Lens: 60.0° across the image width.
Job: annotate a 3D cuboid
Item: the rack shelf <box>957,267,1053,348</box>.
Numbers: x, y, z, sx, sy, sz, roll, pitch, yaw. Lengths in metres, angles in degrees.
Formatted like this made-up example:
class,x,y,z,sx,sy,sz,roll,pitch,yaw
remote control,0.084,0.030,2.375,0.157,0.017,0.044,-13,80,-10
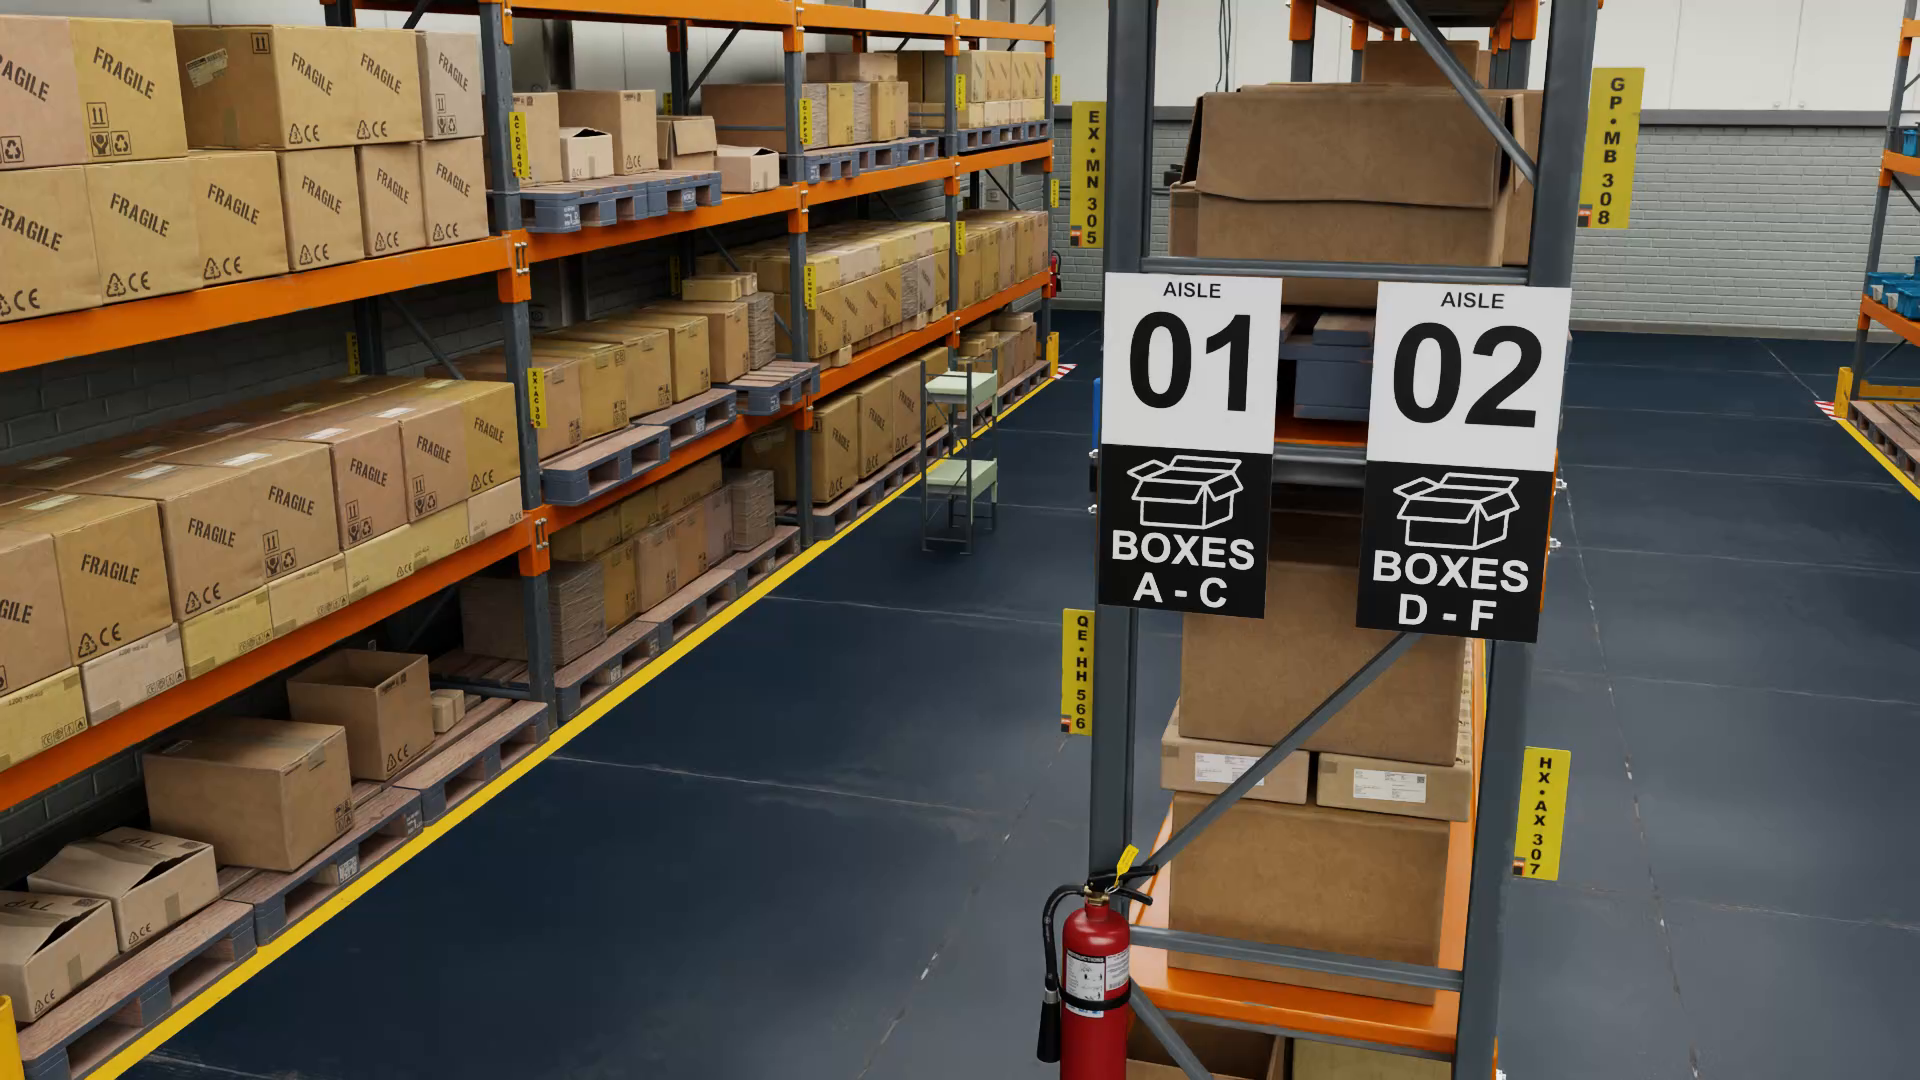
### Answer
class,x,y,z,sx,sy,sz,roll,pitch,yaw
rack shelf,0.047,-2.654,18.507,1.077,0.370,4.000,5,16,16

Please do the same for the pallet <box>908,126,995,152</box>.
class,x,y,z,sx,sy,sz,roll,pitch,yaw
pallet,-0.279,-4.090,16.919,1.003,0.211,1.213,5,16,16

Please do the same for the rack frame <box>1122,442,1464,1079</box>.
class,x,y,z,sx,sy,sz,roll,pitch,yaw
rack frame,0.815,1.046,4.146,0.949,2.616,0.053,5,16,16

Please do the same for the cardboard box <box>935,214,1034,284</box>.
class,x,y,z,sx,sy,sz,roll,pitch,yaw
cardboard box,0.283,-3.342,19.066,0.980,0.700,0.700,4,16,15

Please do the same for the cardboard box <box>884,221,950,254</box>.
class,x,y,z,sx,sy,sz,roll,pitch,yaw
cardboard box,-0.409,-2.896,15.904,0.500,0.250,0.500,5,17,17

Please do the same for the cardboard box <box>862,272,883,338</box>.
class,x,y,z,sx,sy,sz,roll,pitch,yaw
cardboard box,-0.975,-2.004,14.134,0.500,0.500,0.500,5,16,16

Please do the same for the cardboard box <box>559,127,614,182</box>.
class,x,y,z,sx,sy,sz,roll,pitch,yaw
cardboard box,-2.388,-2.284,9.781,0.500,0.311,0.500,5,17,18

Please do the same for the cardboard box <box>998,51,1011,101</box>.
class,x,y,z,sx,sy,sz,roll,pitch,yaw
cardboard box,0.225,-4.888,17.516,0.500,0.500,0.500,5,17,16

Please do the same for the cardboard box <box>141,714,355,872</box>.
class,x,y,z,sx,sy,sz,roll,pitch,yaw
cardboard box,-3.231,1.142,7.579,0.700,0.500,0.500,4,16,12

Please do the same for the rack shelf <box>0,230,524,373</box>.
class,x,y,z,sx,sy,sz,roll,pitch,yaw
rack shelf,-3.364,-0.957,7.029,1.077,0.370,4.000,5,16,16

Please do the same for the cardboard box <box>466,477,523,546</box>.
class,x,y,z,sx,sy,sz,roll,pitch,yaw
cardboard box,-2.639,-0.174,8.683,0.500,0.250,0.500,5,16,16

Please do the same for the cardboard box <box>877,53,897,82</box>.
class,x,y,z,sx,sy,sz,roll,pitch,yaw
cardboard box,-0.898,-4.320,15.203,0.500,0.250,0.500,6,17,20

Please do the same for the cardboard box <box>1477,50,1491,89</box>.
class,x,y,z,sx,sy,sz,roll,pitch,yaw
cardboard box,4.608,-4.316,15.535,0.700,0.500,0.500,5,16,16

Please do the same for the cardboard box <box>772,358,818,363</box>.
class,x,y,z,sx,sy,sz,roll,pitch,yaw
cardboard box,-1.343,-1.387,13.147,0.380,0.149,0.250,4,16,15

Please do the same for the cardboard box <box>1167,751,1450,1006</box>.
class,x,y,z,sx,sy,sz,roll,pitch,yaw
cardboard box,0.963,0.877,4.558,0.700,0.500,0.500,5,16,16

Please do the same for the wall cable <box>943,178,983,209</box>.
class,x,y,z,sx,sy,sz,roll,pitch,yaw
wall cable,0.072,-4.420,21.555,0.084,1.984,1.851,5,16,16

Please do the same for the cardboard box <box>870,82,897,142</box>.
class,x,y,z,sx,sy,sz,roll,pitch,yaw
cardboard box,-0.973,-3.807,14.768,0.700,0.500,0.500,4,16,15

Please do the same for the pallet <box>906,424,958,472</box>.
class,x,y,z,sx,sy,sz,roll,pitch,yaw
pallet,-0.669,-0.927,16.212,1.003,0.211,1.213,5,16,16

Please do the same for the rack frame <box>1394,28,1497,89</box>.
class,x,y,z,sx,sy,sz,roll,pitch,yaw
rack frame,4.229,-4.980,14.395,1.000,3.000,0.127,5,16,16

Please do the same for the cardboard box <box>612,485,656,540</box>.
class,x,y,z,sx,sy,sz,roll,pitch,yaw
cardboard box,-2.336,-0.199,10.935,0.500,0.250,0.500,4,16,14

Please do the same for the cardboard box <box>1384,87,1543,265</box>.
class,x,y,z,sx,sy,sz,roll,pitch,yaw
cardboard box,1.552,-1.128,5.102,0.500,0.500,0.500,5,16,16

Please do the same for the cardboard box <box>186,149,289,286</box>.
class,x,y,z,sx,sy,sz,roll,pitch,yaw
cardboard box,-3.135,-1.322,6.776,0.500,0.500,0.500,6,17,19

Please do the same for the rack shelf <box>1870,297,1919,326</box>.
class,x,y,z,sx,sy,sz,roll,pitch,yaw
rack shelf,9.545,-1.980,15.772,0.919,0.124,3.809,5,16,16

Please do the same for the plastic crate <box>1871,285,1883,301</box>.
class,x,y,z,sx,sy,sz,roll,pitch,yaw
plastic crate,9.557,-2.540,17.162,0.250,0.136,0.298,5,16,16

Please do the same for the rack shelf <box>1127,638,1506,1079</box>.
class,x,y,z,sx,sy,sz,roll,pitch,yaw
rack shelf,1.387,0.869,6.088,1.077,0.370,4.000,5,16,16

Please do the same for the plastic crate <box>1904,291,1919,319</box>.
class,x,y,z,sx,sy,sz,roll,pitch,yaw
plastic crate,9.268,-2.241,15.931,0.416,0.233,0.300,5,16,16

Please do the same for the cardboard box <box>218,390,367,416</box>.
class,x,y,z,sx,sy,sz,roll,pitch,yaw
cardboard box,-3.280,-0.440,8.248,0.500,0.500,0.500,5,16,16

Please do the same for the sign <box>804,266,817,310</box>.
class,x,y,z,sx,sy,sz,roll,pitch,yaw
sign,-1.136,-1.910,12.588,0.100,0.325,0.005,5,16,16

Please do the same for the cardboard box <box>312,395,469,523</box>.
class,x,y,z,sx,sy,sz,roll,pitch,yaw
cardboard box,-2.770,-0.403,8.118,0.500,0.500,0.500,5,16,16

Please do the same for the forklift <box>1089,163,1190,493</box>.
class,x,y,z,sx,sy,sz,roll,pitch,yaw
forklift,2.615,-1.888,14.731,3.031,2.867,1.129,-12,20,-36

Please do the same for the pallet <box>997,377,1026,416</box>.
class,x,y,z,sx,sy,sz,roll,pitch,yaw
pallet,0.114,-1.648,18.754,1.003,0.211,1.213,5,16,16

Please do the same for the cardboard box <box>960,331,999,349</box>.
class,x,y,z,sx,sy,sz,roll,pitch,yaw
cardboard box,0.209,-2.188,18.169,0.380,0.149,0.250,4,16,14

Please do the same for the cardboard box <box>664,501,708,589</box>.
class,x,y,z,sx,sy,sz,roll,pitch,yaw
cardboard box,-2.185,0.011,11.568,0.700,0.500,0.500,5,16,16

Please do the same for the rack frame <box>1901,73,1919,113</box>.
class,x,y,z,sx,sy,sz,roll,pitch,yaw
rack frame,10.117,-5.641,16.726,0.949,2.616,0.053,5,16,16

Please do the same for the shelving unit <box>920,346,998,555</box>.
class,x,y,z,sx,sy,sz,roll,pitch,yaw
shelving unit,-0.002,-0.720,13.119,0.431,1.500,0.755,5,16,16

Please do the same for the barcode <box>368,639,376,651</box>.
class,x,y,z,sx,sy,sz,roll,pitch,yaw
barcode,-3.179,0.576,8.990,0.001,0.075,0.075,5,16,16

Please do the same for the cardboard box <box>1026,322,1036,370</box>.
class,x,y,z,sx,sy,sz,roll,pitch,yaw
cardboard box,0.512,-2.332,19.864,0.700,0.500,0.500,5,16,16

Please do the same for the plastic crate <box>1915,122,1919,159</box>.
class,x,y,z,sx,sy,sz,roll,pitch,yaw
plastic crate,9.416,-3.790,15.810,0.504,0.338,0.767,5,16,16

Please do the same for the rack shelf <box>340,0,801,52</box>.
class,x,y,z,sx,sy,sz,roll,pitch,yaw
rack shelf,-2.227,-3.255,10.364,1.077,0.370,4.000,5,16,16

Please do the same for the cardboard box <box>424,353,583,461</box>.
class,x,y,z,sx,sy,sz,roll,pitch,yaw
cardboard box,-2.618,-0.774,9.572,0.700,0.500,0.500,5,16,16

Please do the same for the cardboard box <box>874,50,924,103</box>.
class,x,y,z,sx,sy,sz,roll,pitch,yaw
cardboard box,-0.547,-4.659,16.710,0.500,0.500,0.500,4,16,15

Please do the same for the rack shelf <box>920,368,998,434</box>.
class,x,y,z,sx,sy,sz,roll,pitch,yaw
rack shelf,-0.002,-1.095,13.012,0.431,0.370,0.720,5,16,16

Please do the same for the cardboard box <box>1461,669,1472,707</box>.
class,x,y,z,sx,sy,sz,roll,pitch,yaw
cardboard box,1.281,0.465,4.820,0.380,0.149,0.250,5,16,16

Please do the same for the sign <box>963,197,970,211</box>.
class,x,y,z,sx,sy,sz,roll,pitch,yaw
sign,0.084,-4.022,20.282,0.100,0.325,0.005,5,16,16

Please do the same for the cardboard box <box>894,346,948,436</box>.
class,x,y,z,sx,sy,sz,roll,pitch,yaw
cardboard box,-0.582,-1.464,16.165,0.750,0.750,0.750,5,17,17

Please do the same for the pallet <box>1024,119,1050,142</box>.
class,x,y,z,sx,sy,sz,roll,pitch,yaw
pallet,0.414,-4.729,19.169,1.003,0.211,1.213,5,16,16

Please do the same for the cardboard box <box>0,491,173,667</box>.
class,x,y,z,sx,sy,sz,roll,pitch,yaw
cardboard box,-3.358,0.134,6.222,0.500,0.500,0.500,5,16,16

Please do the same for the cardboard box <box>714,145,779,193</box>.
class,x,y,z,sx,sy,sz,roll,pitch,yaw
cardboard box,-1.604,-2.631,11.737,0.500,0.311,0.500,5,16,16

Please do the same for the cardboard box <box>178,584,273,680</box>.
class,x,y,z,sx,sy,sz,roll,pitch,yaw
cardboard box,-3.205,0.353,6.828,0.500,0.250,0.500,4,16,15

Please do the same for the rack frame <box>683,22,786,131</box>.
class,x,y,z,sx,sy,sz,roll,pitch,yaw
rack frame,-1.655,-4.316,12.055,0.949,2.616,0.053,5,16,16

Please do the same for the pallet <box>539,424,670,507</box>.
class,x,y,z,sx,sy,sz,roll,pitch,yaw
pallet,-2.439,-0.480,9.876,1.003,0.211,1.213,5,16,16

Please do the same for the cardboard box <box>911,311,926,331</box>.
class,x,y,z,sx,sy,sz,roll,pitch,yaw
cardboard box,-0.531,-2.049,15.481,0.380,0.149,0.250,5,16,16

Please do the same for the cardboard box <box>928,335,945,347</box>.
class,x,y,z,sx,sy,sz,roll,pitch,yaw
cardboard box,-0.221,-2.160,18.072,0.380,0.149,0.250,4,16,14

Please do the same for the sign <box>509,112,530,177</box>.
class,x,y,z,sx,sy,sz,roll,pitch,yaw
sign,-2.273,-2.035,8.564,0.100,0.325,0.005,5,16,16

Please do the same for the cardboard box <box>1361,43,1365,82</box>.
class,x,y,z,sx,sy,sz,roll,pitch,yaw
cardboard box,2.308,-2.243,8.375,0.500,0.500,0.500,6,17,21

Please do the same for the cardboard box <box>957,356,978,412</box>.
class,x,y,z,sx,sy,sz,roll,pitch,yaw
cardboard box,-0.211,-1.664,17.510,0.700,0.500,0.500,5,17,17
